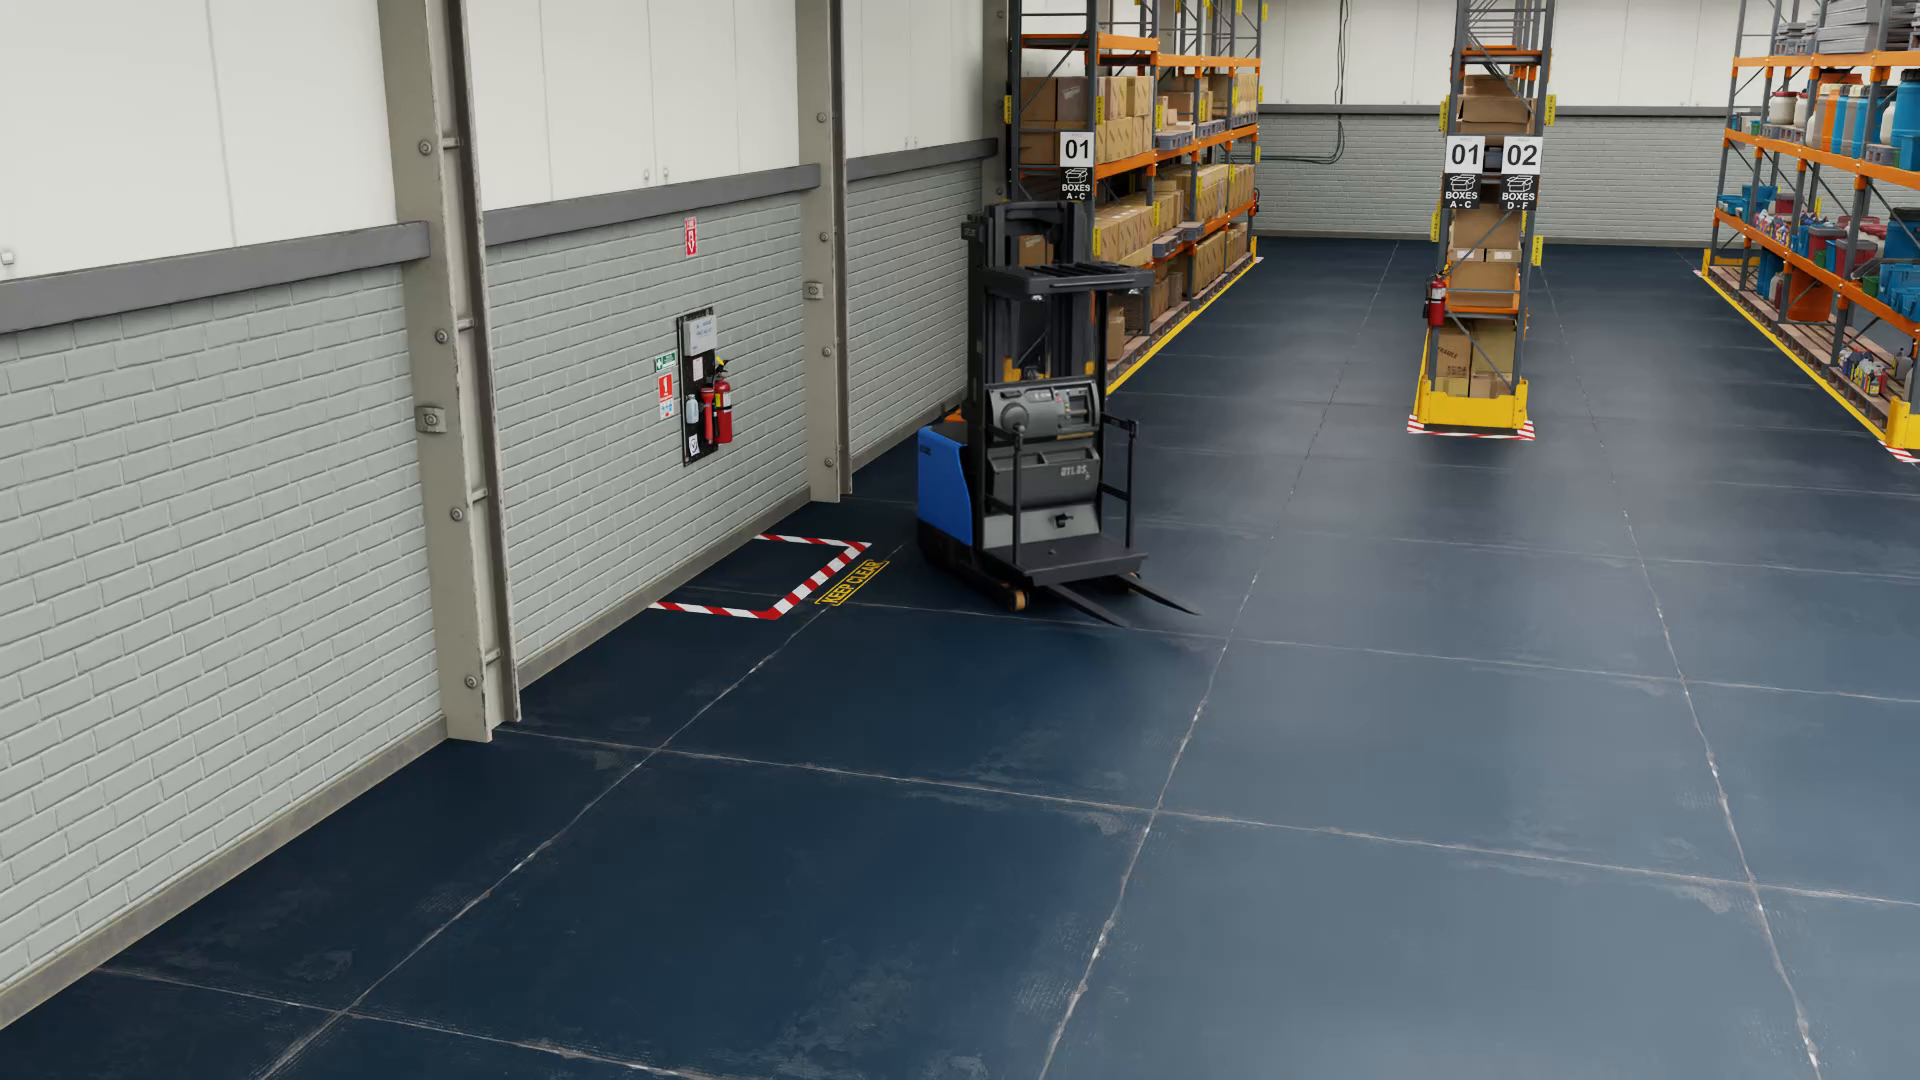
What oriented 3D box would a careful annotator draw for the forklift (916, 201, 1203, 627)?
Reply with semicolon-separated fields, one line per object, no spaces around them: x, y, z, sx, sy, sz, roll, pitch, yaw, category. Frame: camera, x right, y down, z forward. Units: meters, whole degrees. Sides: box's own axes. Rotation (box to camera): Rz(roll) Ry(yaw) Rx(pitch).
0.743;-1.011;12.523;1.130;2.935;3.031;-8;18;-25;forklift

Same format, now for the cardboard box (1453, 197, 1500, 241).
6.156;-3.737;19.447;0.700;0.500;0.500;4;16;14;cardboard box

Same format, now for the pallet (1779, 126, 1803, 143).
13.561;-6.389;26.206;1.003;0.211;1.213;5;16;16;pallet

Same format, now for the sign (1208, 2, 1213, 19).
5.117;-10.817;33.974;0.100;0.325;0.005;5;16;16;sign

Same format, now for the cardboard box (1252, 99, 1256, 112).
5.694;-8.770;33.576;0.500;0.250;0.500;5;17;18;cardboard box

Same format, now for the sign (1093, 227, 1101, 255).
1.621;-3.549;19.759;0.100;0.325;0.005;5;16;16;sign

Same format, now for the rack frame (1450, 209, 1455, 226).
8.125;-4.885;26.054;1.000;3.000;0.127;5;16;16;rack frame

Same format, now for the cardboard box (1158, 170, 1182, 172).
3.554;-6.237;28.684;0.500;0.250;0.500;4;16;14;cardboard box

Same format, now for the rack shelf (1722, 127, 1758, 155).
14.578;-7.166;29.919;1.077;0.370;4.000;5;16;16;rack shelf

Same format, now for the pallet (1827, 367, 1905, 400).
11.505;-1.939;20.779;1.003;0.211;1.213;5;16;16;pallet

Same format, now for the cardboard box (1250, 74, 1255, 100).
5.549;-9.000;33.013;0.500;0.500;0.500;5;17;18;cardboard box

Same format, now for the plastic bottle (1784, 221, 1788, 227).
13.094;-4.919;26.387;0.061;0.283;0.133;5;16;16;plastic bottle

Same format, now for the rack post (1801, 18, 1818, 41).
13.039;-7.542;24.567;0.954;0.300;0.937;5;16;16;rack post

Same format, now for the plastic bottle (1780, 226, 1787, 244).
12.750;-4.717;25.697;0.097;0.271;0.097;0;16;0;plastic bottle

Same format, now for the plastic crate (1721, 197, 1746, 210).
14.573;-6.330;31.345;0.416;0.233;0.300;5;16;16;plastic crate

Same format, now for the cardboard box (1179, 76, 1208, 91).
4.135;-8.158;29.733;0.500;0.250;0.500;6;17;20;cardboard box

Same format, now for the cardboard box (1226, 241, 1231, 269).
4.822;-5.502;32.040;0.700;0.500;0.500;5;17;17;cardboard box

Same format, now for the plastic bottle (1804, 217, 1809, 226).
13.835;-5.133;27.166;0.097;0.271;0.097;0;16;0;plastic bottle

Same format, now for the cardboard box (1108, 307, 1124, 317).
1.981;-2.956;23.028;0.500;0.500;0.500;3;16;12;cardboard box

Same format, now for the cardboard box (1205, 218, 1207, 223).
4.115;-5.627;29.095;0.380;0.149;0.250;5;17;16;cardboard box

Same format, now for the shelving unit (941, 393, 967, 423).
0.035;-0.629;14.349;0.258;1.200;0.503;5;17;17;shelving unit

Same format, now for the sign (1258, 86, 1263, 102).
6.164;-9.146;34.103;0.100;0.325;0.005;5;16;16;sign

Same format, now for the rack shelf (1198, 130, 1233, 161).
3.943;-6.888;28.938;1.077;0.370;4.000;5;16;16;rack shelf

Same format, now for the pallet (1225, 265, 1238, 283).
4.802;-5.166;32.155;1.003;0.211;1.213;5;16;16;pallet

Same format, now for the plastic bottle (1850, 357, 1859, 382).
10.968;-2.090;20.371;0.061;0.283;0.133;5;17;18;plastic bottle

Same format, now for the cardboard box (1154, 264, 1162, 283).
2.856;-4.166;25.921;0.500;0.250;0.500;5;16;16;cardboard box

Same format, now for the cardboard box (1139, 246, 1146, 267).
2.244;-3.882;22.756;0.500;0.250;0.500;5;17;16;cardboard box

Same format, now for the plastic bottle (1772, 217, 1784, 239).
12.989;-4.952;26.382;0.144;0.351;0.185;5;16;16;plastic bottle

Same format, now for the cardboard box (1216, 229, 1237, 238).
5.242;-6.026;32.699;0.380;0.149;0.250;4;16;14;cardboard box

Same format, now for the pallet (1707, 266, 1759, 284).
14.875;-5.038;31.706;1.003;0.211;1.213;5;16;16;pallet

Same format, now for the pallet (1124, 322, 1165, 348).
2.457;-3.084;24.814;1.003;0.211;1.213;5;16;16;pallet

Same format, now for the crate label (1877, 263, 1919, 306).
10.863;-2.926;19.084;0.502;0.435;0.616;5;16;16;crate label

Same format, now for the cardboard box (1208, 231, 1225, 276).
4.451;-5.302;30.695;0.750;0.750;0.750;5;17;17;cardboard box

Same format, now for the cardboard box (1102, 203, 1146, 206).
2.415;-4.612;24.102;0.700;0.500;0.500;5;16;16;cardboard box

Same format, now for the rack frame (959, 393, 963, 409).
0.110;-0.693;14.572;0.240;1.200;0.015;5;17;17;rack frame

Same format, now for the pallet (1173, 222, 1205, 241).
3.274;-4.981;26.745;1.213;0.211;1.003;5;16;16;pallet

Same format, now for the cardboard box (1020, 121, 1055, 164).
0.977;-4.804;20.054;0.500;0.500;0.500;6;17;20;cardboard box

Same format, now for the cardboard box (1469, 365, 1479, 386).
6.356;-1.925;19.889;0.500;0.250;0.500;5;16;16;cardboard box

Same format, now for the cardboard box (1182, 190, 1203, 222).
3.758;-5.576;27.726;0.500;0.500;0.500;5;17;18;cardboard box

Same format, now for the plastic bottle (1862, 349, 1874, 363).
11.247;-2.200;20.638;0.144;0.351;0.185;5;16;16;plastic bottle

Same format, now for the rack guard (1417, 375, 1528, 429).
5.845;-1.583;18.994;1.175;0.500;0.348;5;16;16;rack guard

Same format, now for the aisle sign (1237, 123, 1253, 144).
5.956;-8.607;34.414;0.394;0.787;0.004;5;16;16;aisle sign

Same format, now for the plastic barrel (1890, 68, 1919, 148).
11.351;-5.087;19.583;0.600;0.901;0.708;5;16;16;plastic barrel

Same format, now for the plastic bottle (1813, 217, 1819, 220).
13.960;-5.131;27.149;0.152;0.276;0.135;5;16;16;plastic bottle

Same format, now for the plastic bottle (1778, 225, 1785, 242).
12.805;-4.768;25.877;0.097;0.271;0.097;0;16;0;plastic bottle

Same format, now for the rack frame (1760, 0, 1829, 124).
14.010;-8.432;27.567;1.000;3.000;0.127;5;16;16;rack frame

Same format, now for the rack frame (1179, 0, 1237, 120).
4.511;-9.201;30.276;1.000;3.000;0.127;5;16;16;rack frame

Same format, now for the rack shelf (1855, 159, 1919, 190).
11.168;-4.027;18.851;1.077;0.370;4.000;5;16;16;rack shelf

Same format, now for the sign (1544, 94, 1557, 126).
6.382;-4.649;17.978;0.100;0.325;0.005;5;16;16;sign

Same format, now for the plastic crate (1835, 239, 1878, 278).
11.580;-3.634;21.528;0.402;0.464;0.583;5;16;16;plastic crate

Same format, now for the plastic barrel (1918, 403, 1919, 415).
10.713;-1.590;18.227;0.421;0.512;0.421;0;16;0;plastic barrel

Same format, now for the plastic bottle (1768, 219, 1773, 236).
13.097;-5.036;26.823;0.097;0.271;0.097;0;16;0;plastic bottle

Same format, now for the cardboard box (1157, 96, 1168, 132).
2.820;-6.374;24.855;0.500;0.500;0.500;4;16;14;cardboard box

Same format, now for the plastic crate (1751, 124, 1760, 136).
13.840;-7.022;28.479;0.450;0.188;0.662;5;16;16;plastic crate
